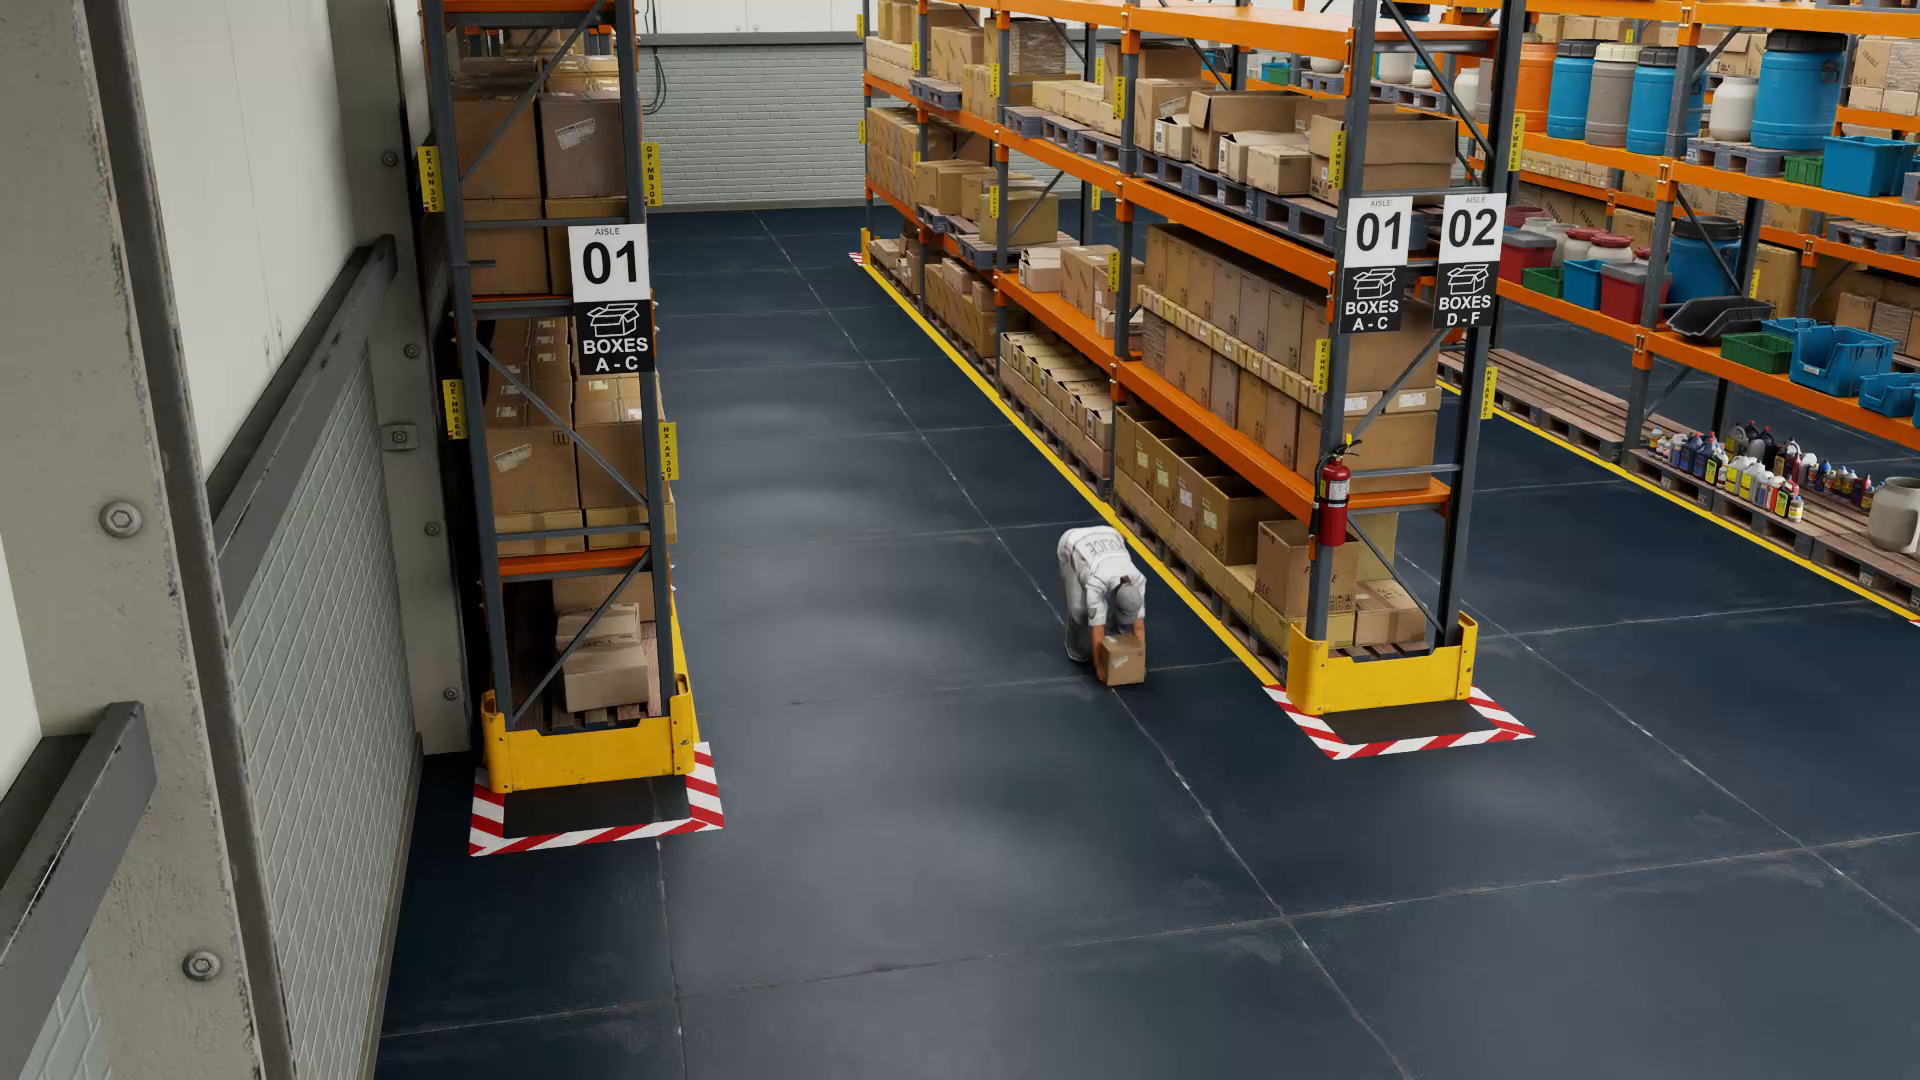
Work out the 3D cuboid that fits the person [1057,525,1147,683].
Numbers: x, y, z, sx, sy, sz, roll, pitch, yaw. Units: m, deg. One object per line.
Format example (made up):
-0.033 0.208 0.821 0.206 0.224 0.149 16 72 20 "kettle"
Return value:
0.972 0.406 11.091 0.520 0.887 0.937 -6 21 -16 "person"
